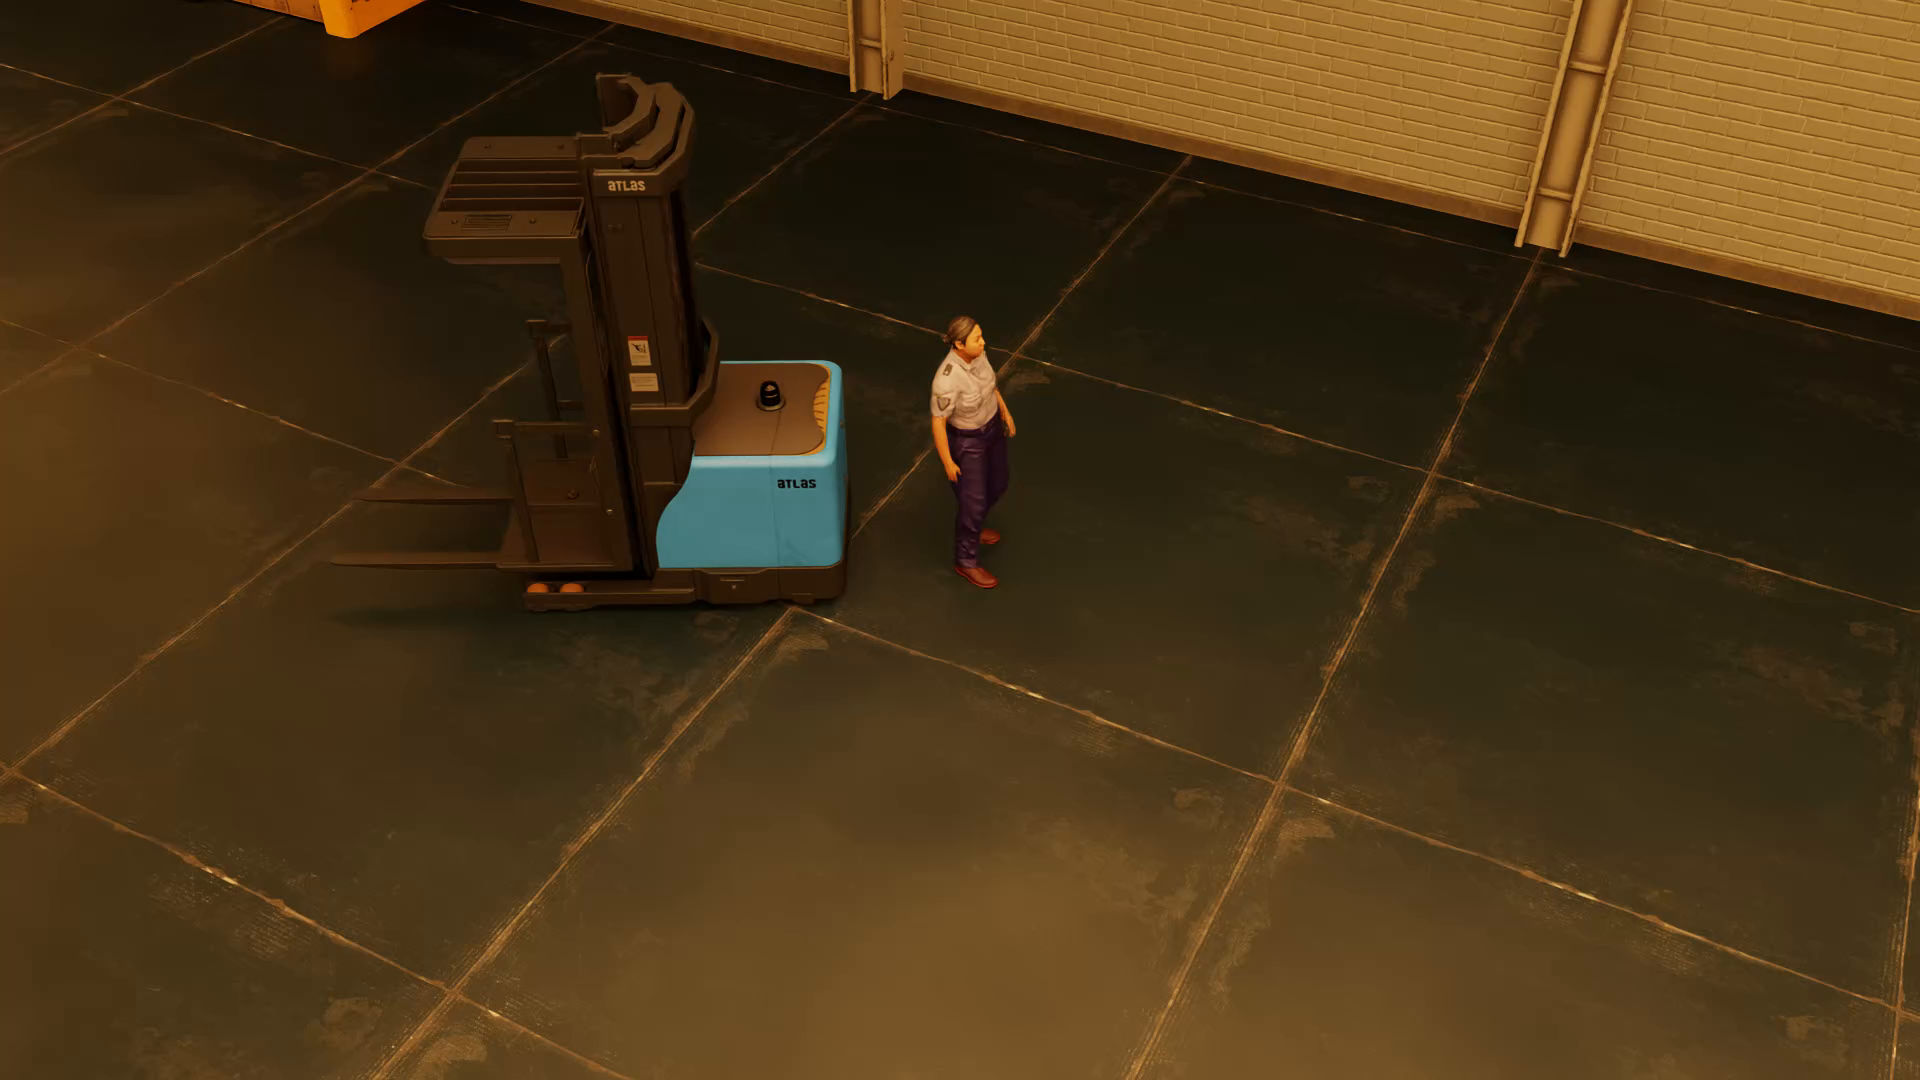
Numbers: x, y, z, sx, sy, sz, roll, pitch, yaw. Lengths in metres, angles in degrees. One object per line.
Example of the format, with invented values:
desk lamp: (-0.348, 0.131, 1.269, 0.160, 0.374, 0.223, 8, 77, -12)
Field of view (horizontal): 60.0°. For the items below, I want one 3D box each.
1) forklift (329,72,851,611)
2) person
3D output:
forklift: (-2.194, -1.047, 9.230, 3.031, 2.935, 1.130, -1, 40, -1)
person: (0.127, -0.552, 9.674, 0.516, 1.635, 0.620, 22, 45, 24)
